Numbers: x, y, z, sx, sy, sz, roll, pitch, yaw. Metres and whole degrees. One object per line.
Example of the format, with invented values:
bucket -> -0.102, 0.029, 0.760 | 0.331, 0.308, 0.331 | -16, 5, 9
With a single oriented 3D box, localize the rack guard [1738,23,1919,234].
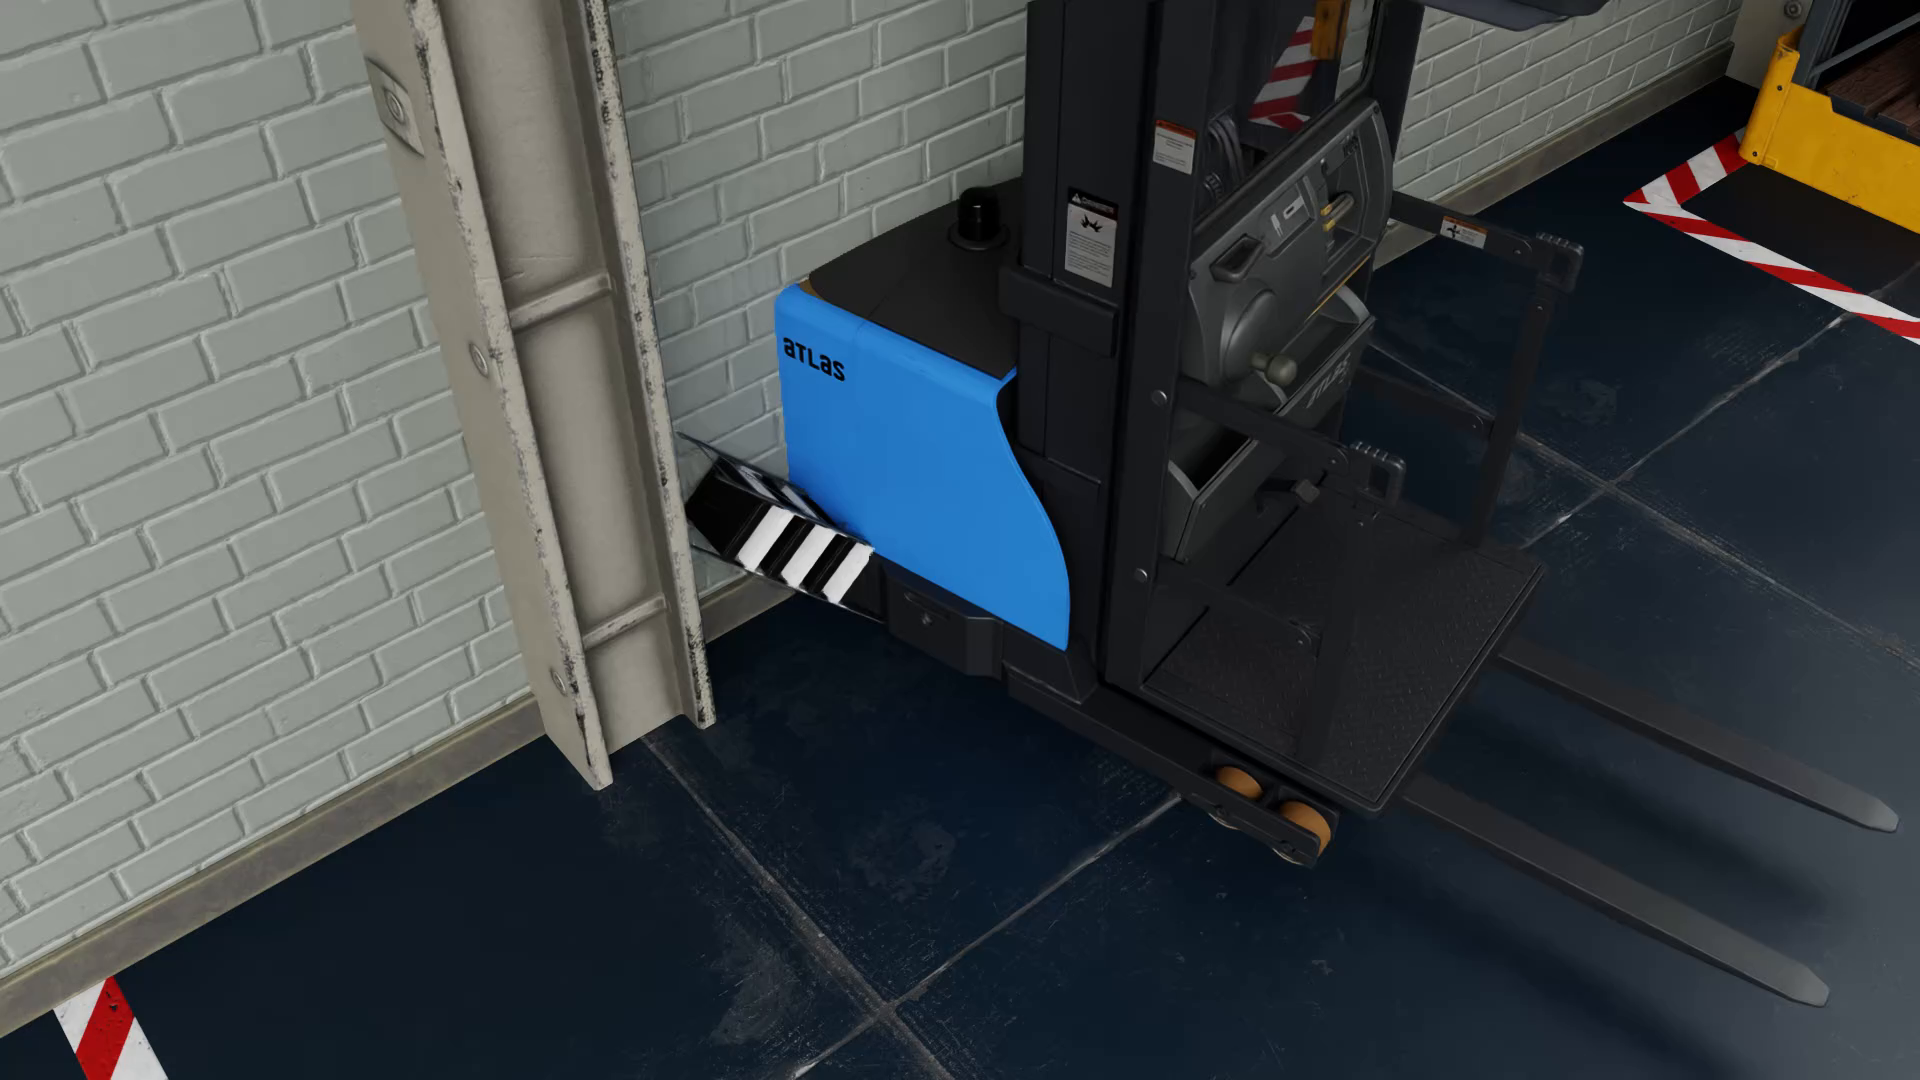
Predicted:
rack guard -> 3.744, -1.573, 6.559 | 0.348, 0.500, 1.175 | -30, 51, -28

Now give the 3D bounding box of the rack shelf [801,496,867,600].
rack shelf -> -0.416, 0.016, 4.783 | 0.200, 0.077, 0.258 | -53, 51, 9

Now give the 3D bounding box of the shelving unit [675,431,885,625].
shelving unit -> -0.486, -0.018, 4.688 | 0.210, 0.900, 0.258 | -53, 51, 9

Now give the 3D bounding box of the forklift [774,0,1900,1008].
forklift -> 0.949, -0.639, 3.789 | 3.031, 2.935, 1.130 | 27, 49, 26

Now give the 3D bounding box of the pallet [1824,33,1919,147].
pallet -> 4.389, -1.806, 7.018 | 1.213, 0.211, 1.003 | -30, 51, -28

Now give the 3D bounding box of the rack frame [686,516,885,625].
rack frame -> -0.546, 0.063, 4.703 | 0.006, 0.900, 0.240 | -53, 51, 9

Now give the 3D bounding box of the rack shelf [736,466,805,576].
rack shelf -> -0.570, -0.058, 4.574 | 0.200, 0.077, 0.258 | -53, 51, 9

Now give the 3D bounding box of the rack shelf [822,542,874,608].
rack shelf -> -0.364, 0.041, 4.853 | 0.200, 0.077, 0.258 | -53, 51, 9

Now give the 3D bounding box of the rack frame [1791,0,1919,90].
rack frame -> 3.685, -2.450, 5.668 | 0.127, 3.000, 1.000 | -30, 51, -28

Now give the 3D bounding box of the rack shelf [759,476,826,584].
rack shelf -> -0.519, -0.033, 4.644 | 0.200, 0.077, 0.258 | -53, 51, 9

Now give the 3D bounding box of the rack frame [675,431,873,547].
rack frame -> -0.426, -0.098, 4.672 | 0.006, 0.900, 0.240 | -53, 51, 9

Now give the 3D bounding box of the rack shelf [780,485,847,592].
rack shelf -> -0.467, -0.008, 4.714 | 0.200, 0.077, 0.258 | -53, 51, 9

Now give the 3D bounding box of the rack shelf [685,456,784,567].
rack shelf -> -0.622, -0.083, 4.505 | 0.200, 0.077, 0.258 | -53, 51, 9

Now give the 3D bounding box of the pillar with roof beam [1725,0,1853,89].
pillar with roof beam -> 6.429, -3.138, 2.018 | 0.400, 9.000, 9.100 | -30, 51, -28

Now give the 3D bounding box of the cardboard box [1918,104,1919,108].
cardboard box -> 4.274, -1.887, 6.711 | 0.500, 0.311, 0.500 | 33, 52, 30
